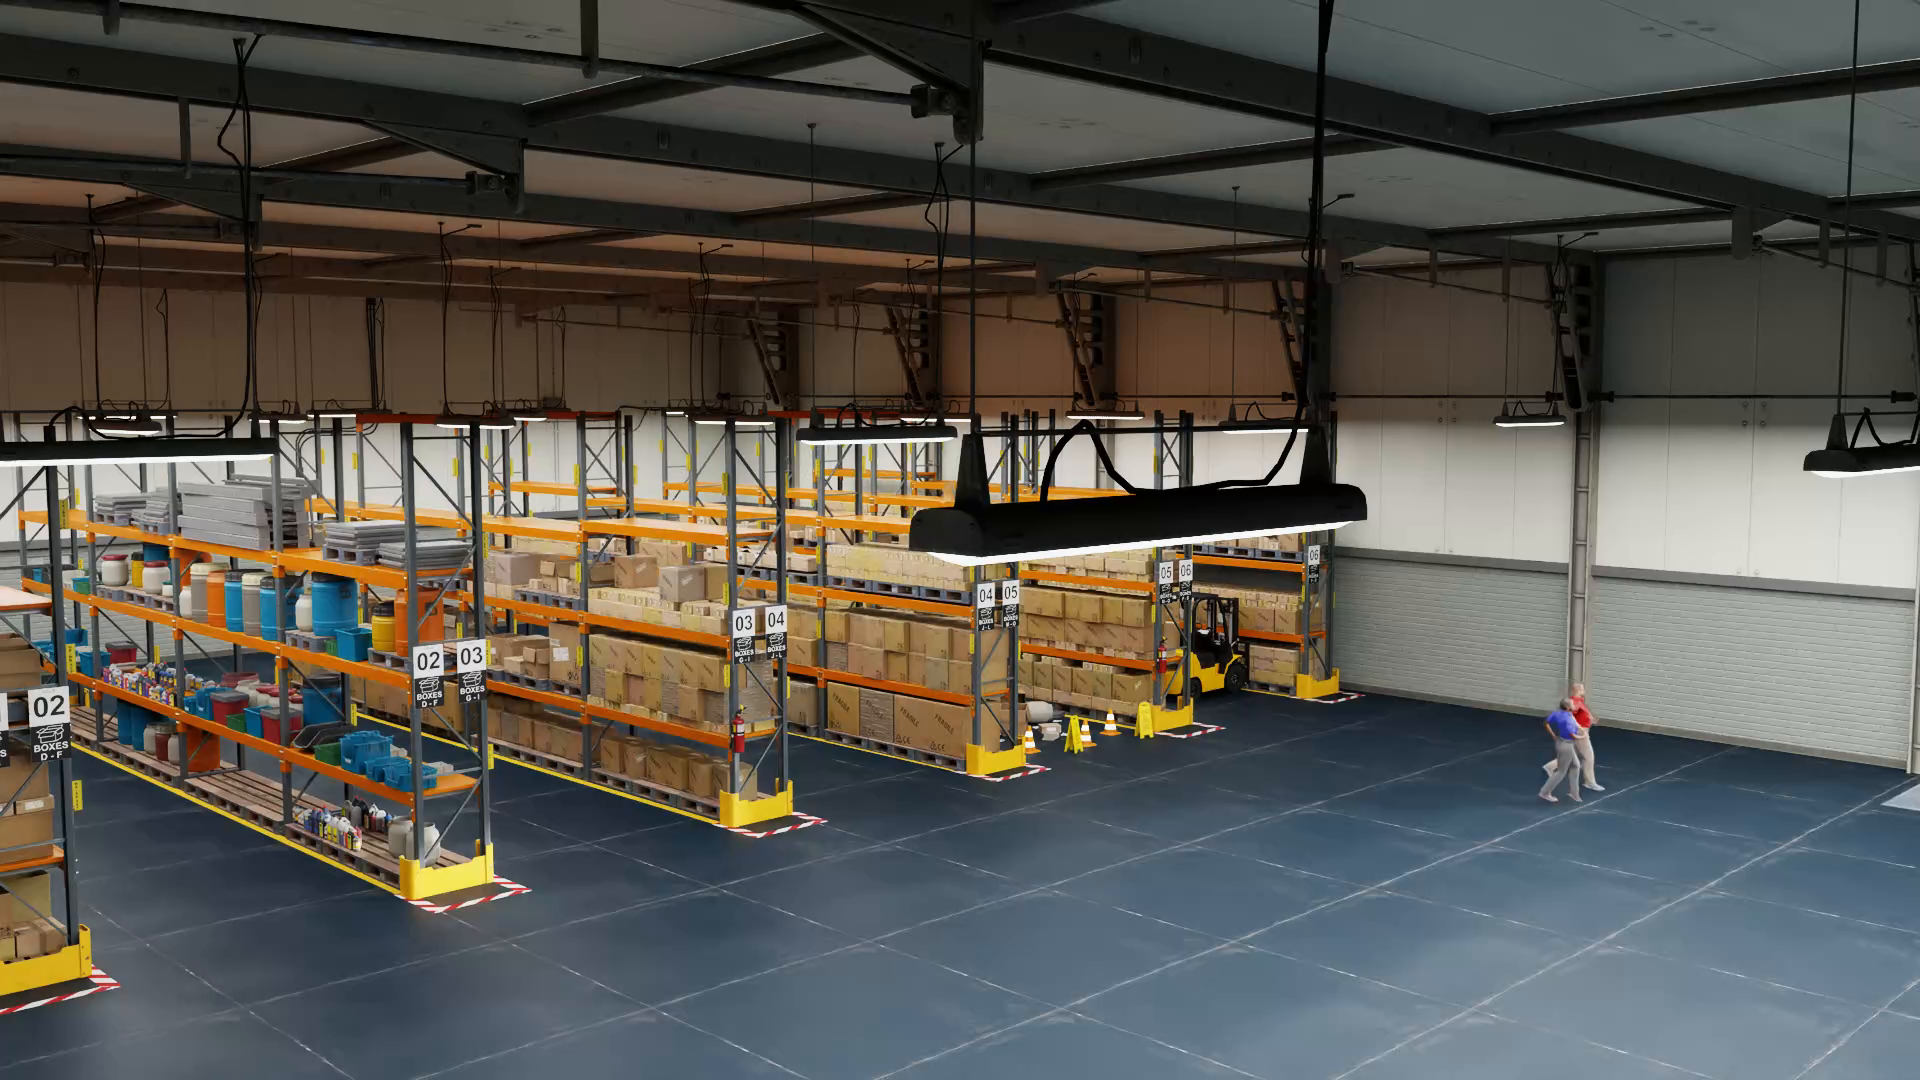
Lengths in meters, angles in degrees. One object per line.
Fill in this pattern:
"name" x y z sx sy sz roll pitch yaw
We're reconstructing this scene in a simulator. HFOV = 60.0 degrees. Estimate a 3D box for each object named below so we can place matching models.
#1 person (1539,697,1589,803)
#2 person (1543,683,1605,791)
"person" 9.350 3.288 25.783 0.759 1.697 0.581 0 5 1
"person" 9.897 3.159 26.746 0.951 1.737 0.664 0 5 4
